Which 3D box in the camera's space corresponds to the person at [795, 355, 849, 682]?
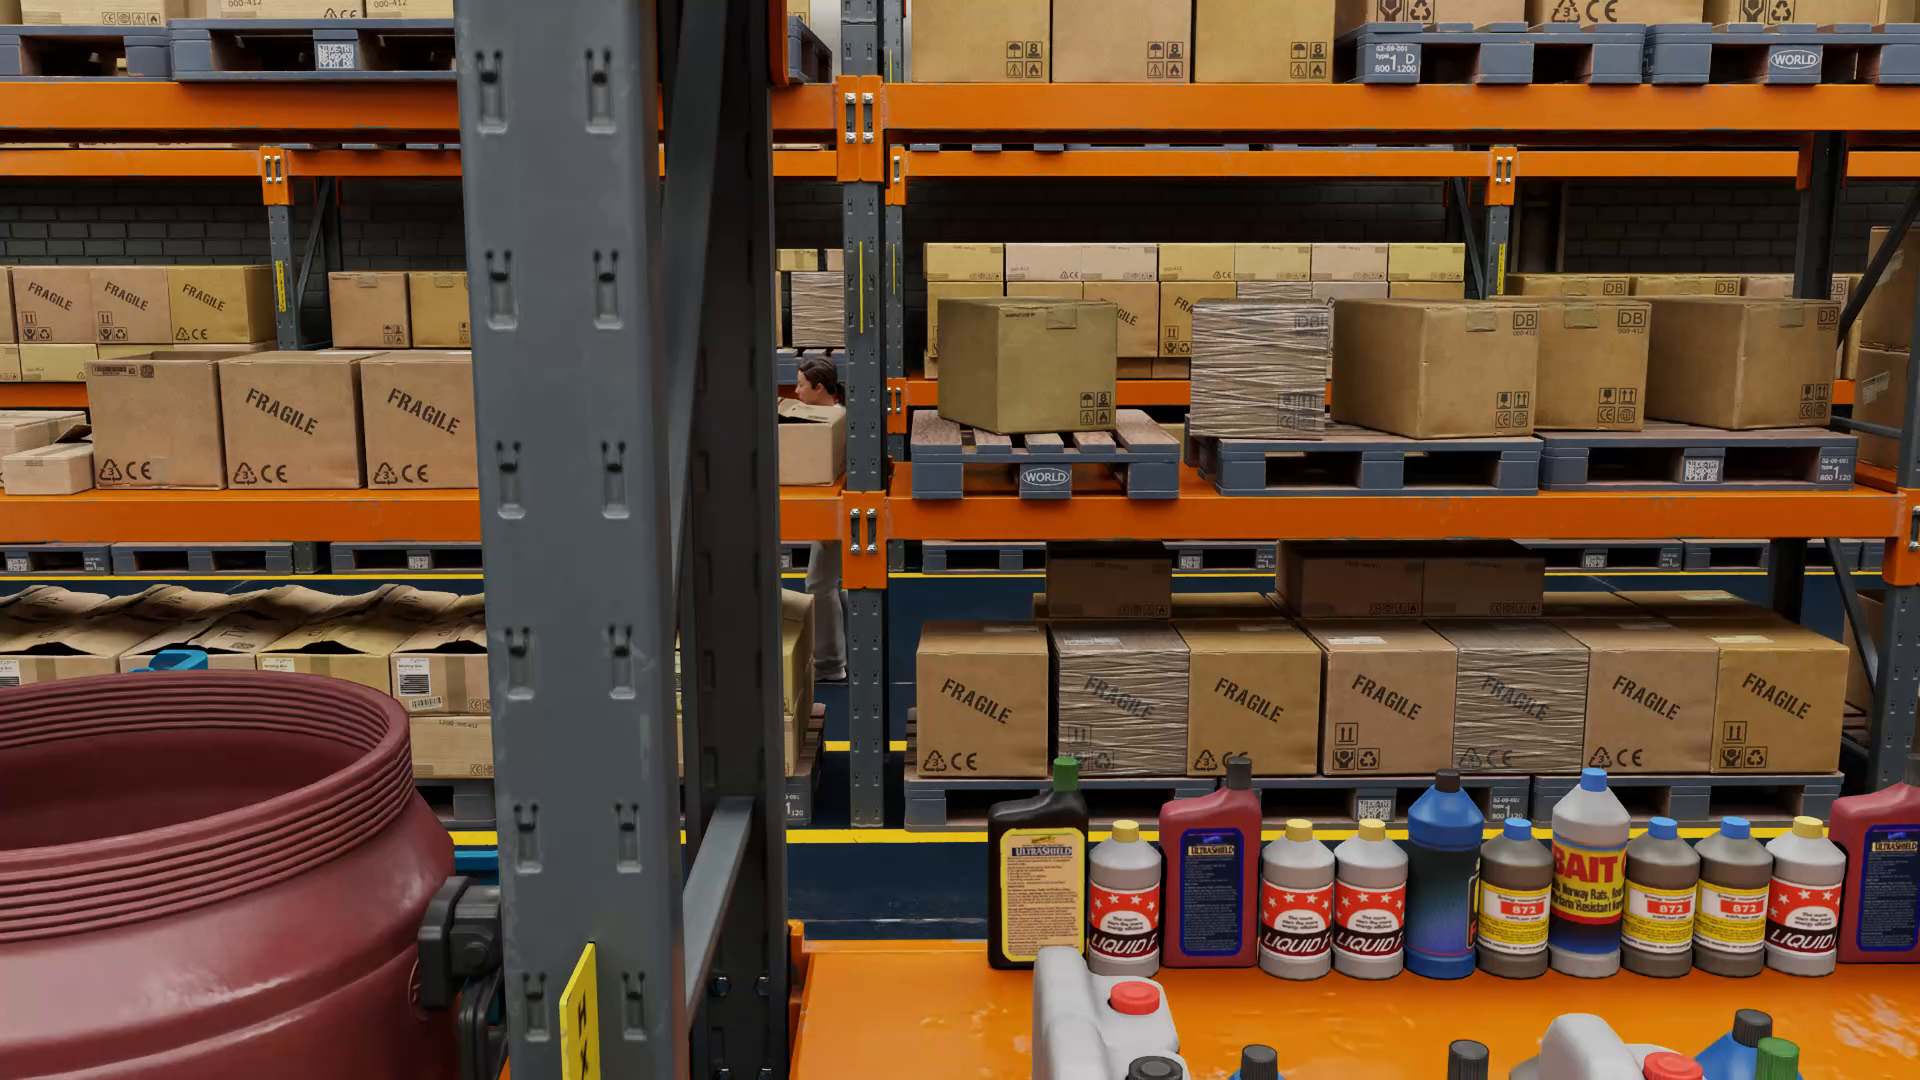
[{"bbox_3d":[-0.694,-0.112,8.531,0.416,1.671,0.504,-1,10,-4],"label":"person"}]
